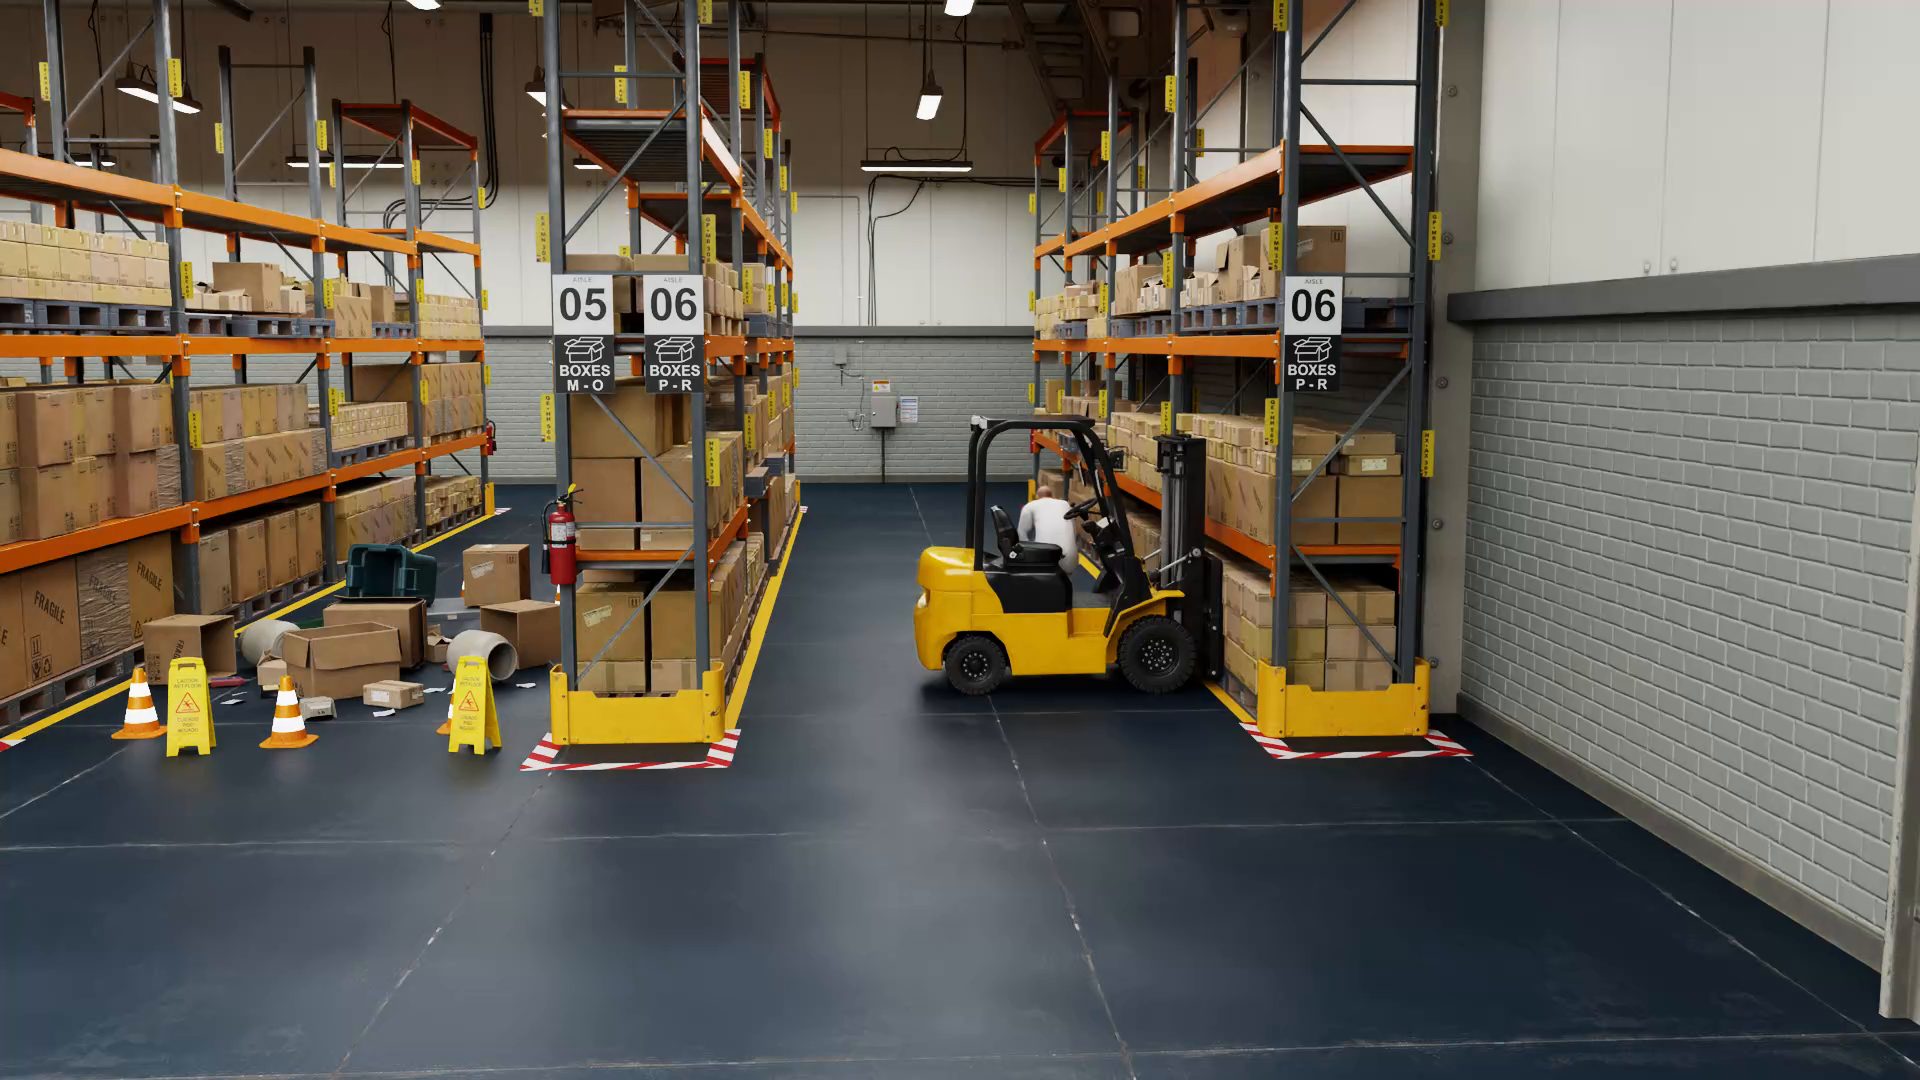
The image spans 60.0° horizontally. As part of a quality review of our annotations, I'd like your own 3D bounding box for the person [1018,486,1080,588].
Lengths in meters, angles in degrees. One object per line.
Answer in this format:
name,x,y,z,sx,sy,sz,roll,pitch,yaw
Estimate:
person,0.915,0.102,17.090,0.632,1.277,0.787,0,7,-3
